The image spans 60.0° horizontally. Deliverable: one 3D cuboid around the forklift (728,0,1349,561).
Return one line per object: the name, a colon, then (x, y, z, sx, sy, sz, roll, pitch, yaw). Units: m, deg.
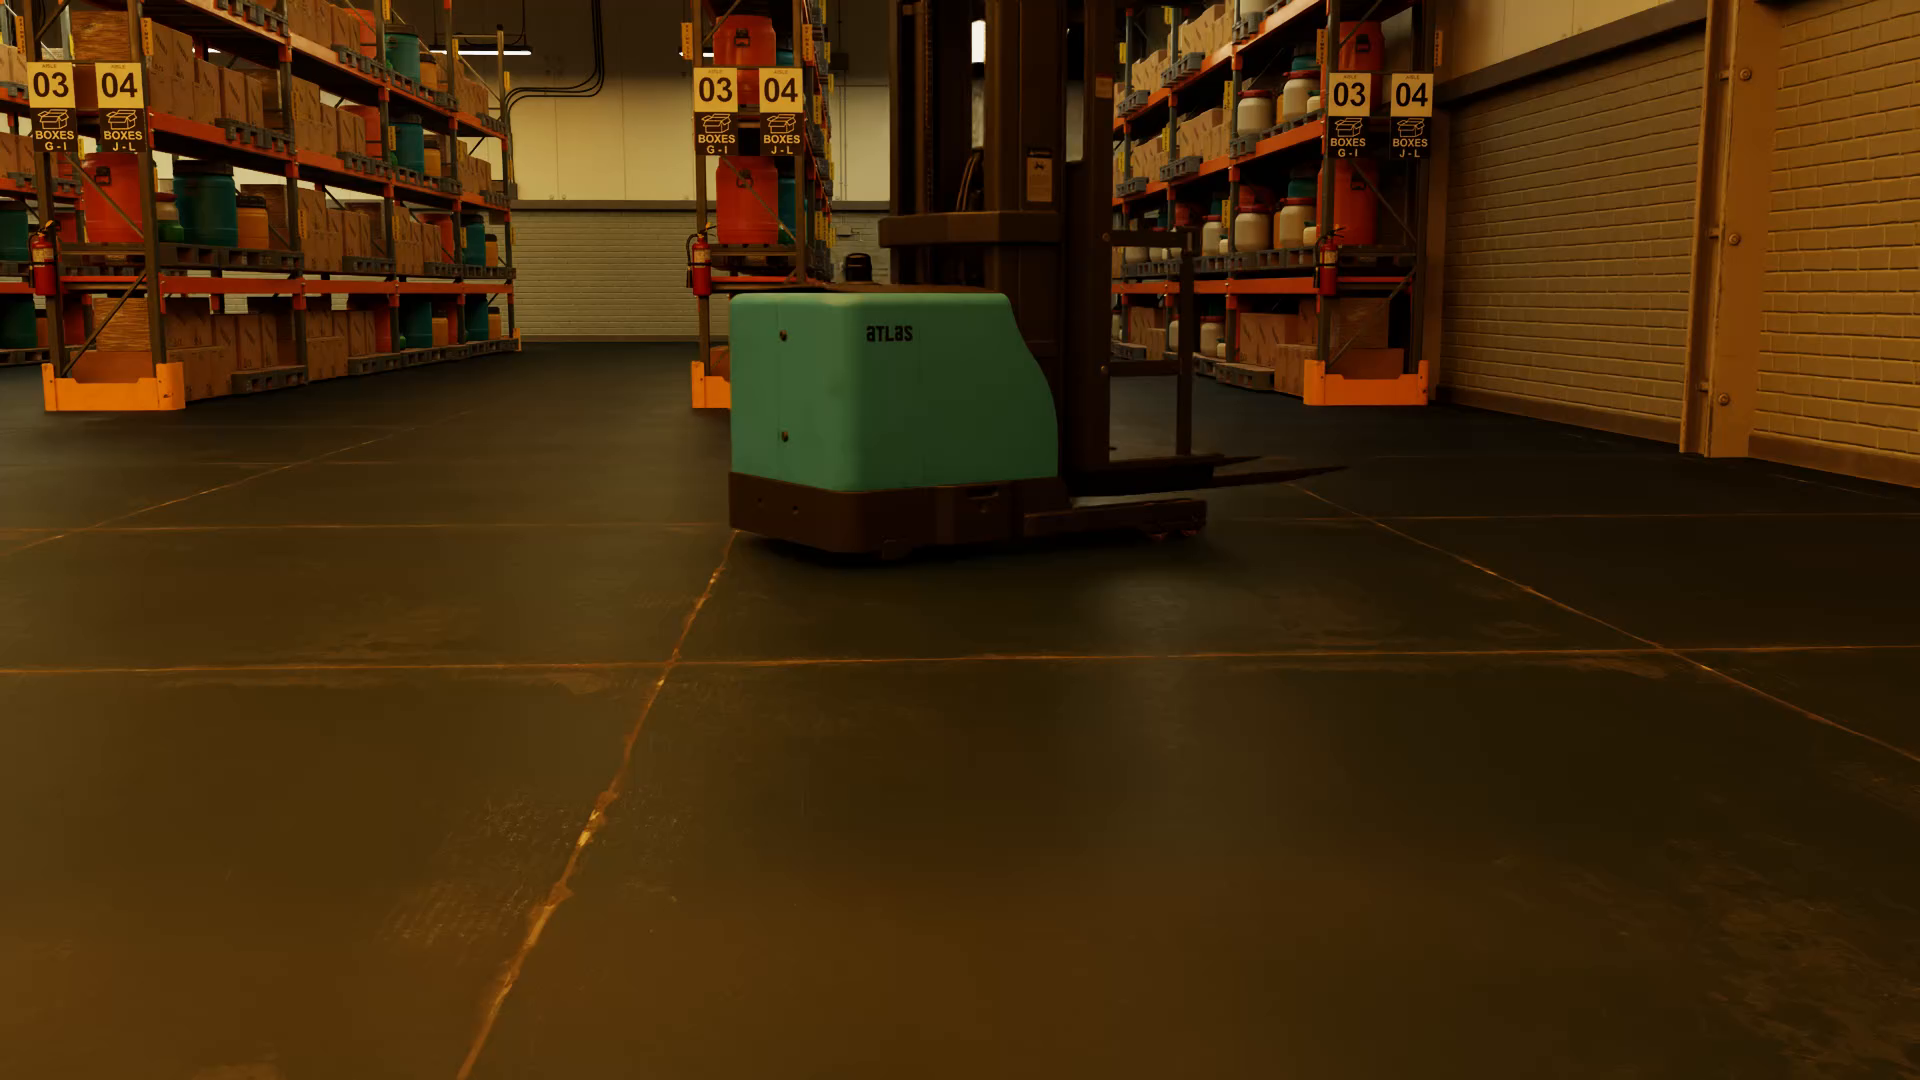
forklift: (0.496, -1.509, 7.496, 3.031, 2.935, 1.130, -6, 10, -34)
